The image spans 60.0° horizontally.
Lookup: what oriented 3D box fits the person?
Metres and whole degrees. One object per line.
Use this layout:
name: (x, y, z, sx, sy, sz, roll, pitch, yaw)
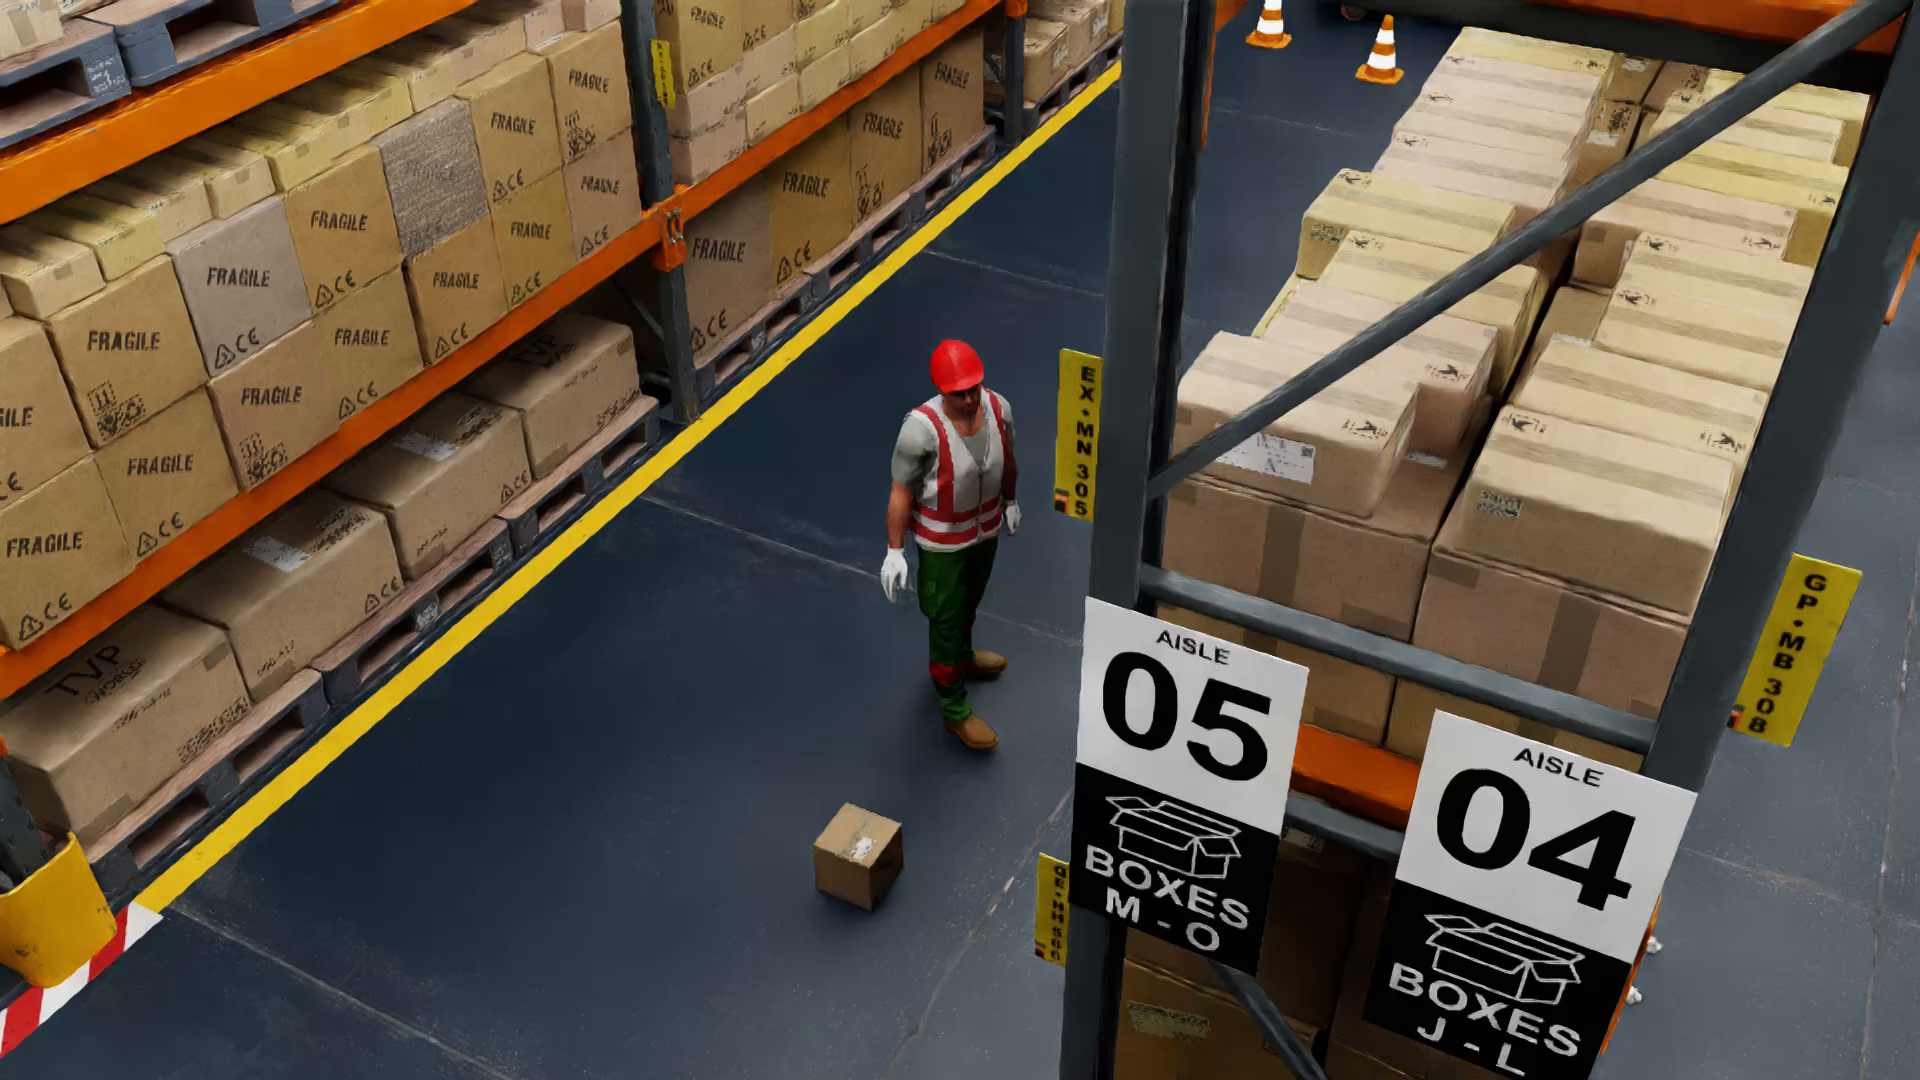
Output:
person: (0.024, 0.017, 6.669, 0.757, 1.785, 0.607, -29, 46, -32)
